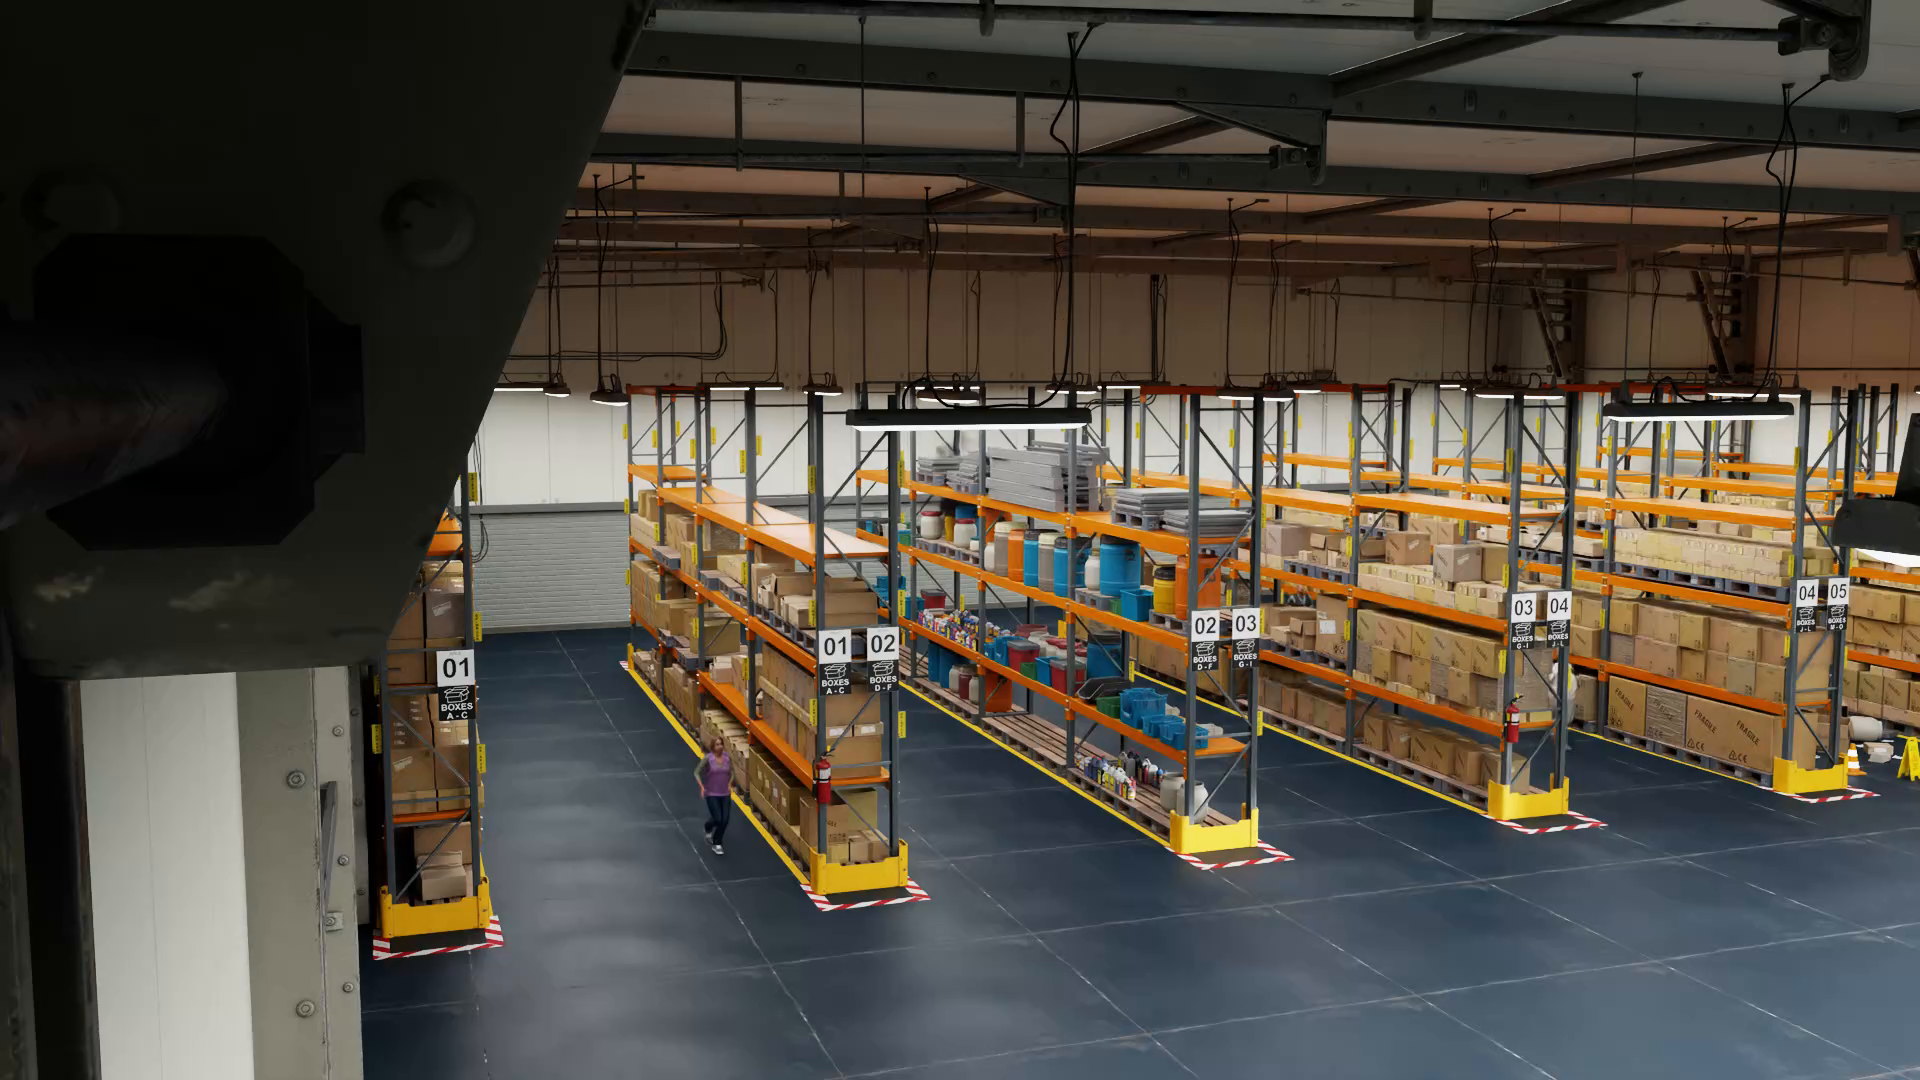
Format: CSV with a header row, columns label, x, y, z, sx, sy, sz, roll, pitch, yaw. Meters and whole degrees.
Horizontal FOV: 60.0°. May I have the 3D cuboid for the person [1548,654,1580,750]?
label,x,y,z,sx,sy,sz,roll,pitch,yaw
person,10.077,2.655,27.891,0.617,1.652,0.709,-2,6,-16

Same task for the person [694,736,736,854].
label,x,y,z,sx,sy,sz,roll,pitch,yaw
person,-3.143,3.328,21.639,0.530,1.558,0.510,-3,7,-28

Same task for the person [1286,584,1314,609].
label,x,y,z,sx,sy,sz,roll,pitch,yaw
person,7.363,1.782,35.970,0.656,1.718,0.792,-2,6,-15
